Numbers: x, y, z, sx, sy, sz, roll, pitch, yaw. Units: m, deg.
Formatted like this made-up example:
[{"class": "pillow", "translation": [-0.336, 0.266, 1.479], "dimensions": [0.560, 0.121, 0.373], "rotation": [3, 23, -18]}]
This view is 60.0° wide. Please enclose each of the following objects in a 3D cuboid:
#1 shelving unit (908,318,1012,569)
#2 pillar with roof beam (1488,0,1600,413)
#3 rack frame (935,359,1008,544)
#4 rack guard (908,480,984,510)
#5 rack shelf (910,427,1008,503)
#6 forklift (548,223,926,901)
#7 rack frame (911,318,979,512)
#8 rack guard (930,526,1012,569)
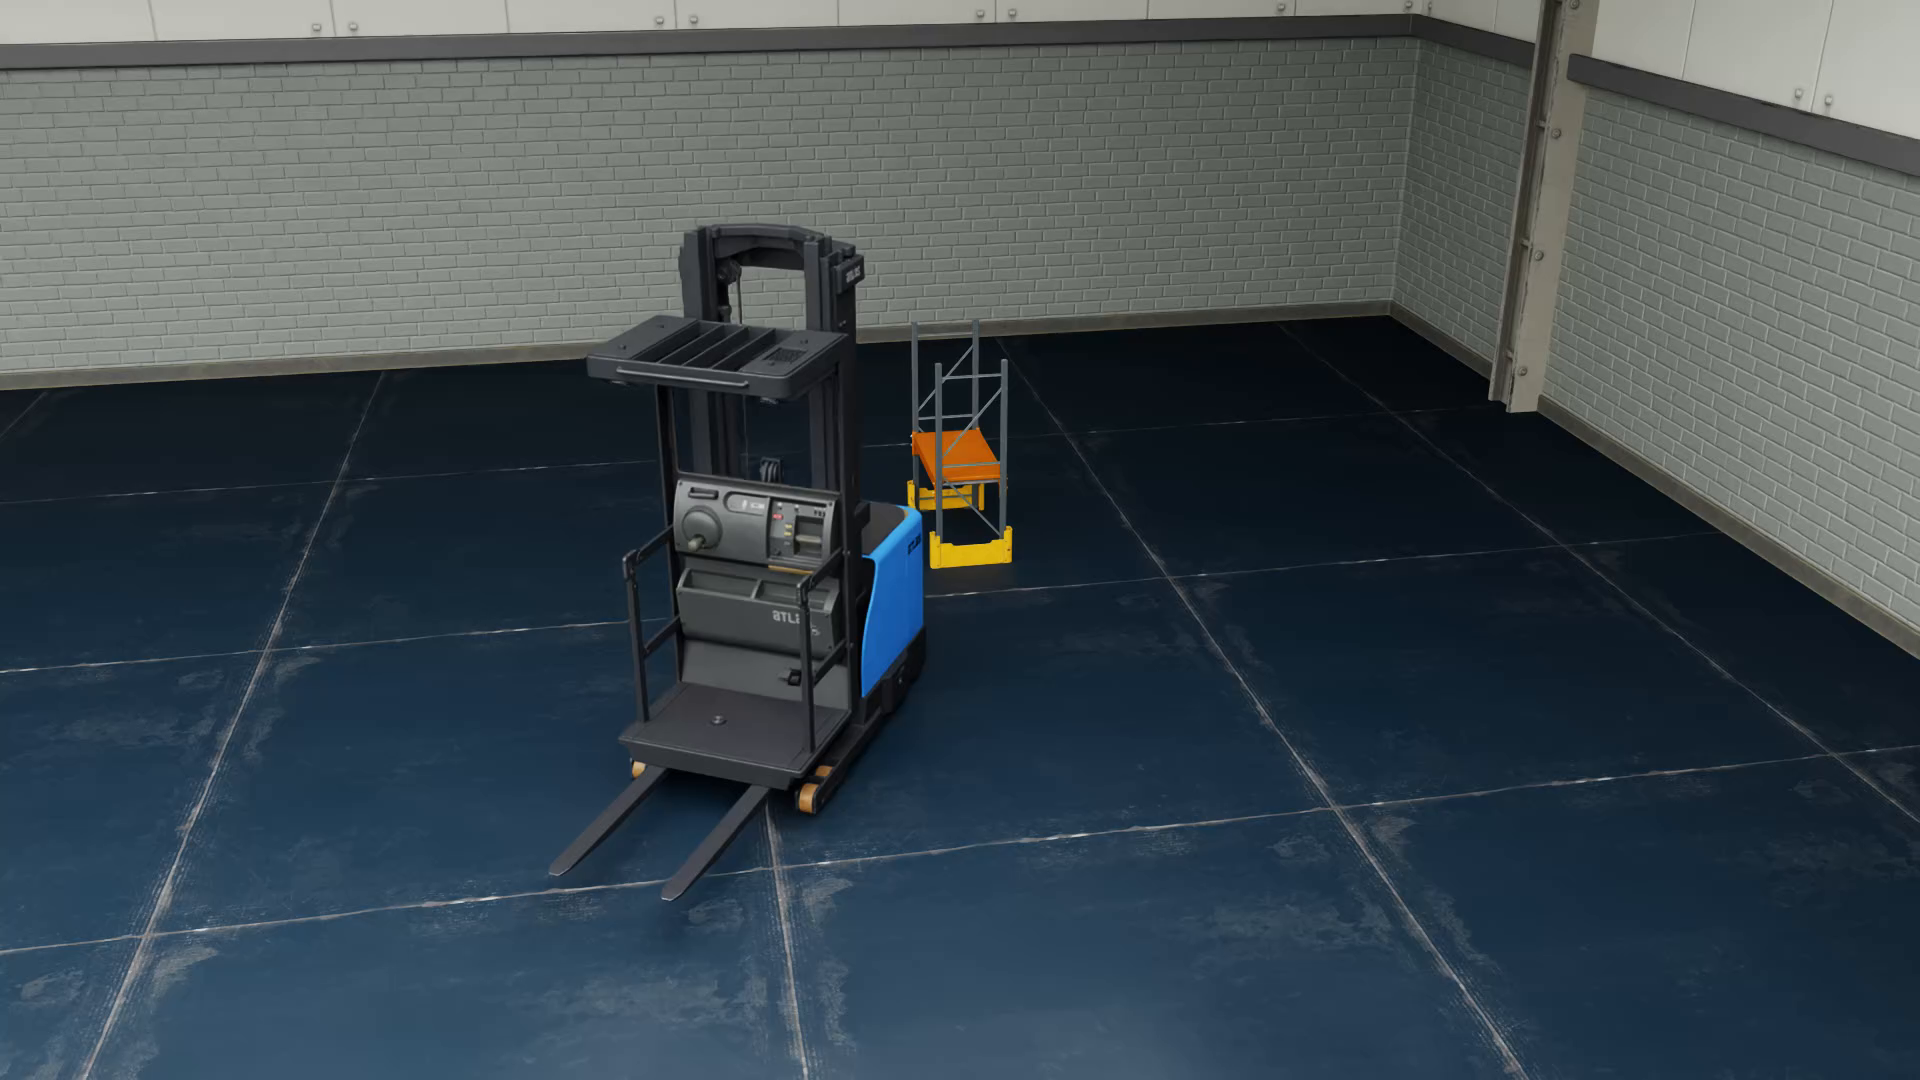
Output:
[{"class": "shelving unit", "translation": [-0.014, -0.717, 12.018], "dimensions": [0.587, 1.500, 1.083], "rotation": [-4, 24, -10]}, {"class": "pillar with roof beam", "translation": [0.783, -5.032, 12.527], "dimensions": [9.100, 9.000, 0.400], "rotation": [-4, 24, -10]}, {"class": "rack frame", "translation": [0.078, -0.521, 11.569], "dimensions": [0.500, 1.500, 0.032], "rotation": [-4, 24, -10]}, {"class": "rack guard", "translation": [-0.106, -0.340, 12.717], "dimensions": [0.587, 0.250, 0.087], "rotation": [-4, 24, -10]}, {"class": "rack shelf", "translation": [-0.016, -0.556, 12.099], "dimensions": [0.538, 0.185, 1.000], "rotation": [-4, 24, -10]}, {"class": "forklift", "translation": [-1.174, -0.060, 8.726], "dimensions": [1.130, 2.935, 3.031], "rotation": [8, 25, 17]}, {"class": "rack frame", "translation": [-0.110, -0.921, 12.484], "dimensions": [0.500, 1.500, 0.032], "rotation": [-4, 24, -10]}, {"class": "rack guard", "translation": [0.078, 0.051, 11.820], "dimensions": [0.587, 0.250, 0.087], "rotation": [-4, 24, -10]}]
